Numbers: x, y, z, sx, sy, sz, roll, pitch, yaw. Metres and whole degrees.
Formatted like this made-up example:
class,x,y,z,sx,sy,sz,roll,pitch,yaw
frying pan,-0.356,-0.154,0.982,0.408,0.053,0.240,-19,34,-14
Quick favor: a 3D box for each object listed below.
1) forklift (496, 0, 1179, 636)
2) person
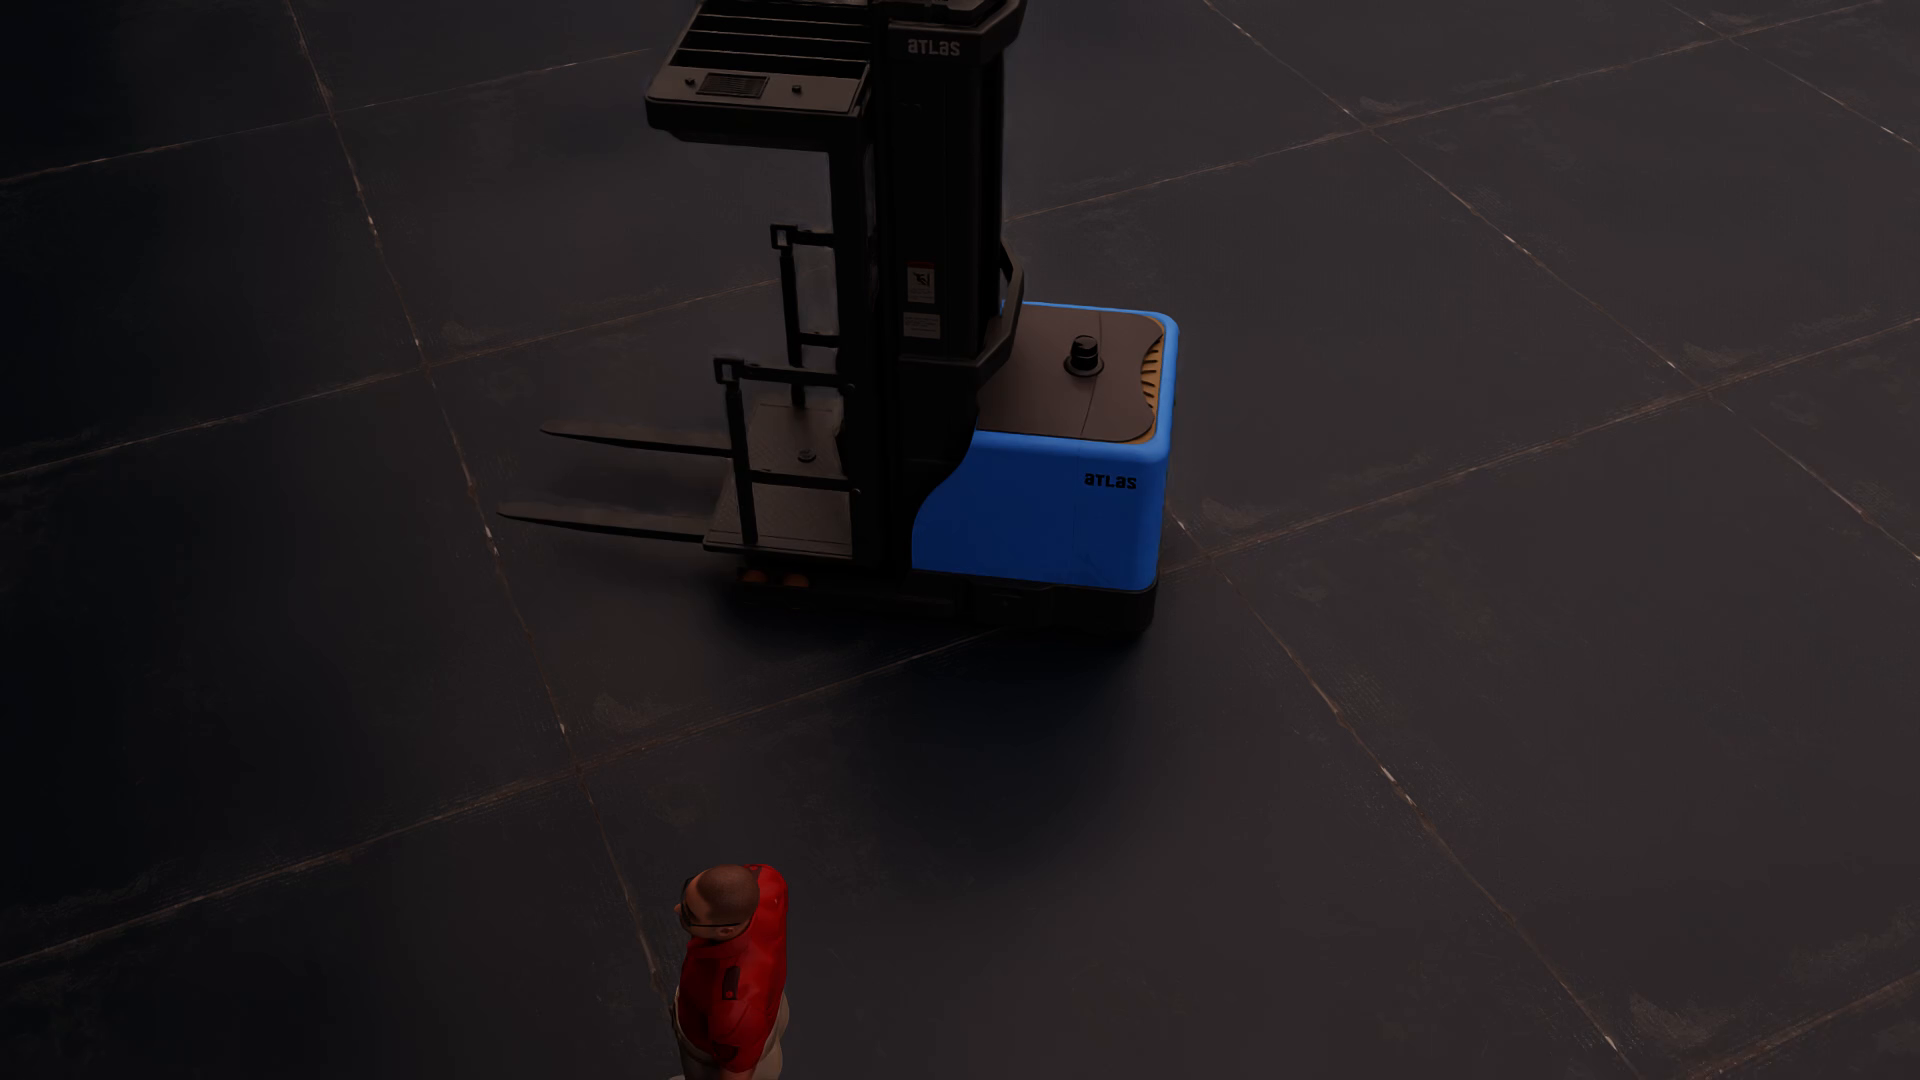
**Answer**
class,x,y,z,sx,sy,sz,roll,pitch,yaw
forklift,-0.585,-1.109,6.869,3.031,2.935,1.130,6,43,6
person,-0.769,1.472,4.974,0.552,1.727,0.638,2,43,2
